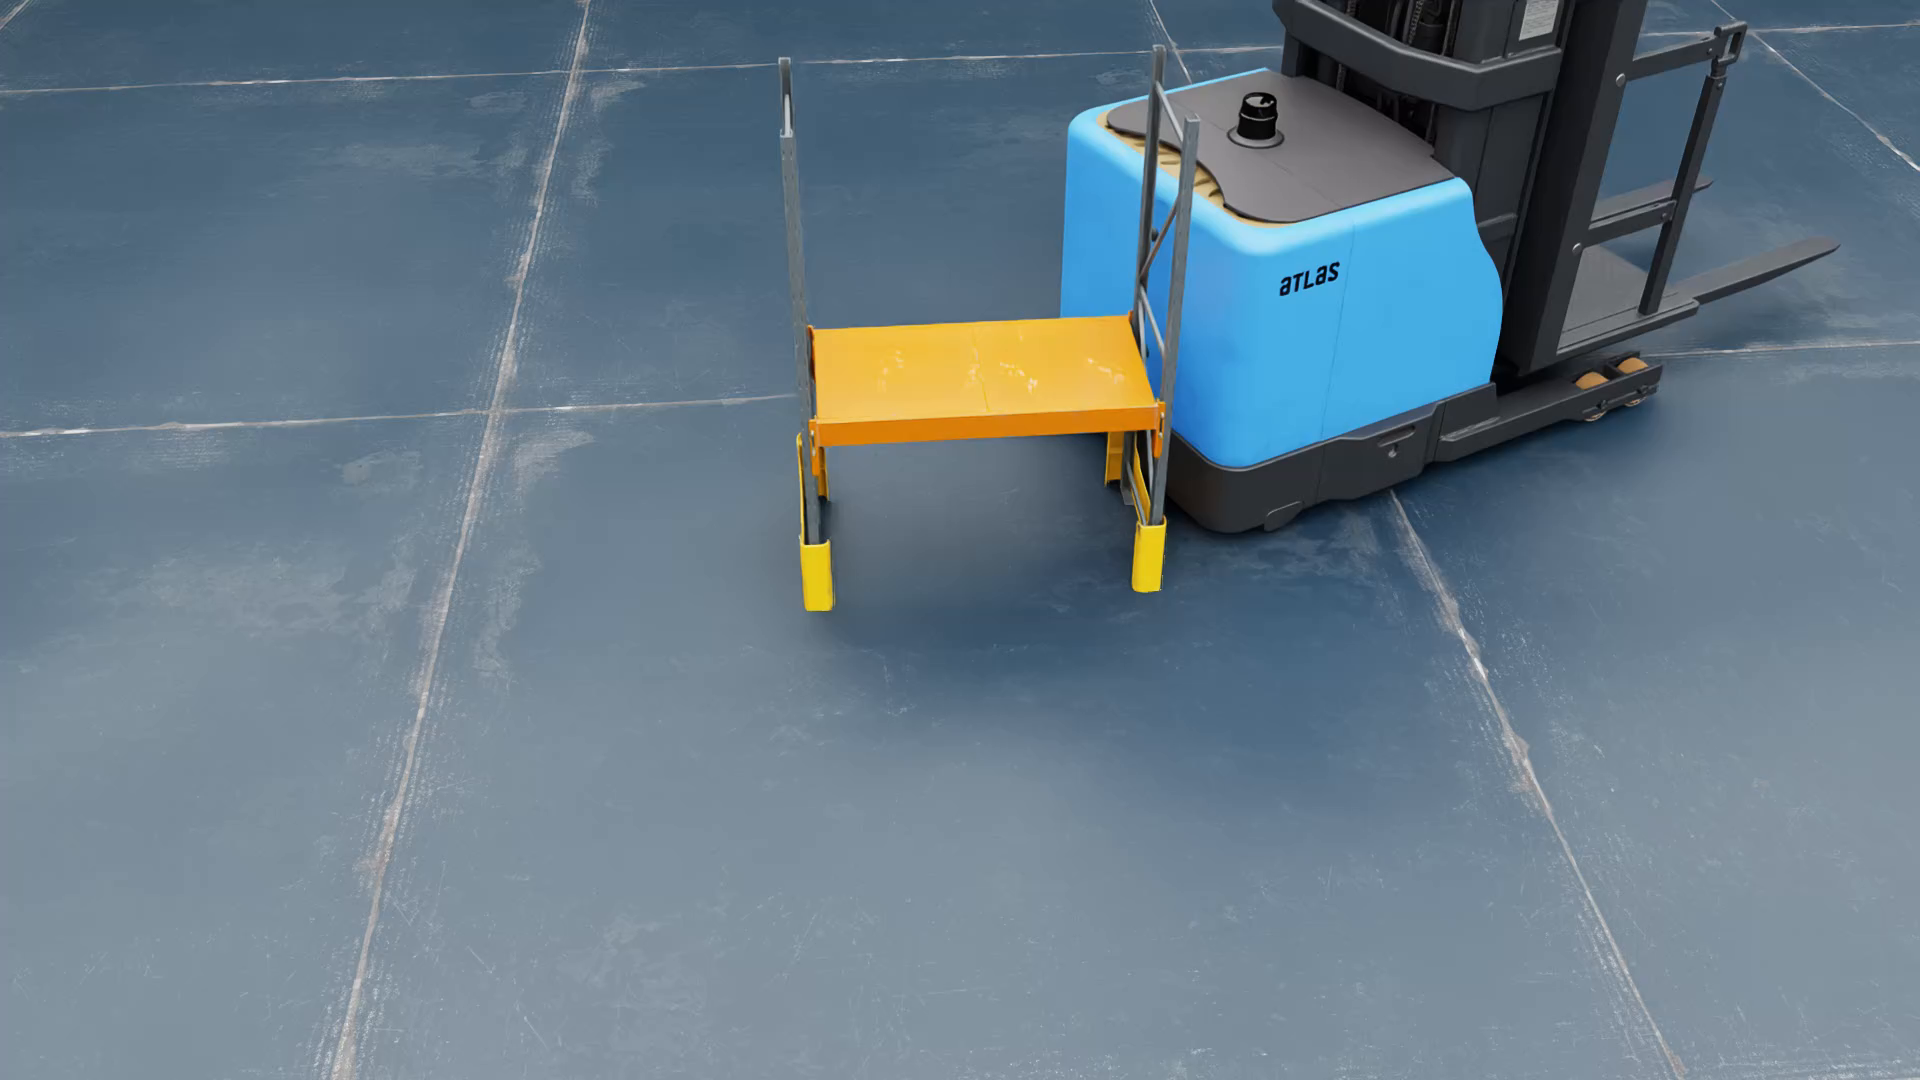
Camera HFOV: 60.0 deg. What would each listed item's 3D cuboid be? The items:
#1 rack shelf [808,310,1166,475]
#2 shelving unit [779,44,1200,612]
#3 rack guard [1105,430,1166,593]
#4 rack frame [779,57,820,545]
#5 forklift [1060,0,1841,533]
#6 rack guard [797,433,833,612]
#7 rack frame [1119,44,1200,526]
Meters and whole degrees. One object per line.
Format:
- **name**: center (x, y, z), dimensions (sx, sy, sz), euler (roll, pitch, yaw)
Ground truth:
- **rack shelf**: center (0.057, -0.442, 4.890), dimensions (1.000, 0.185, 0.538), euler (-3, 38, -4)
- **shelving unit**: center (0.048, -0.583, 4.778), dimensions (1.083, 1.500, 0.587), euler (-3, 38, -4)
- **rack guard**: center (0.544, -0.120, 5.200), dimensions (0.087, 0.250, 0.587), euler (-3, 38, -4)
- **rack frame**: center (-0.449, -0.555, 4.742), dimensions (0.032, 1.500, 0.500), euler (-3, 38, -4)
- **forklift**: center (1.866, -1.830, 5.203), dimensions (3.031, 2.935, 1.130), euler (-19, 42, -22)
- **rack guard**: center (-0.448, -0.064, 5.130), dimensions (0.087, 0.250, 0.587), euler (-3, 38, -4)
- **rack frame**: center (0.563, -0.612, 4.814), dimensions (0.032, 1.500, 0.500), euler (-3, 38, -4)
